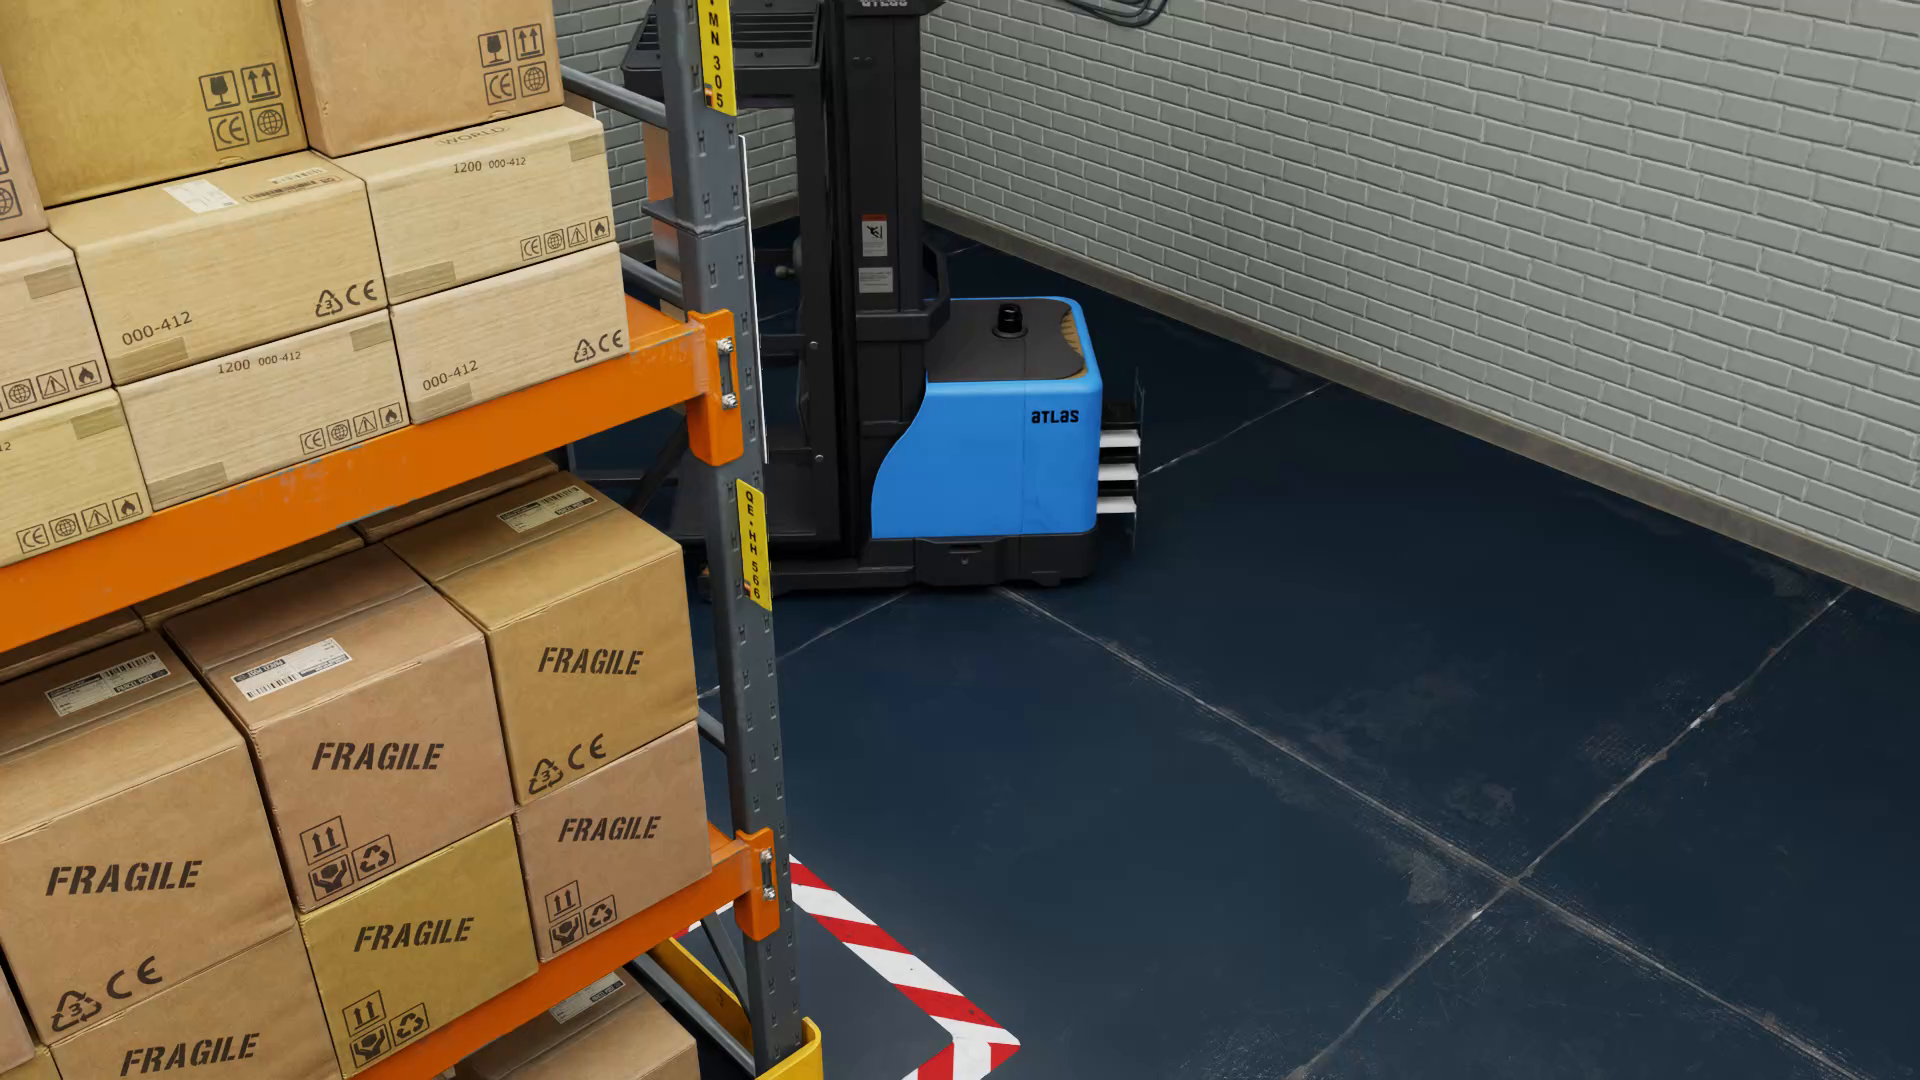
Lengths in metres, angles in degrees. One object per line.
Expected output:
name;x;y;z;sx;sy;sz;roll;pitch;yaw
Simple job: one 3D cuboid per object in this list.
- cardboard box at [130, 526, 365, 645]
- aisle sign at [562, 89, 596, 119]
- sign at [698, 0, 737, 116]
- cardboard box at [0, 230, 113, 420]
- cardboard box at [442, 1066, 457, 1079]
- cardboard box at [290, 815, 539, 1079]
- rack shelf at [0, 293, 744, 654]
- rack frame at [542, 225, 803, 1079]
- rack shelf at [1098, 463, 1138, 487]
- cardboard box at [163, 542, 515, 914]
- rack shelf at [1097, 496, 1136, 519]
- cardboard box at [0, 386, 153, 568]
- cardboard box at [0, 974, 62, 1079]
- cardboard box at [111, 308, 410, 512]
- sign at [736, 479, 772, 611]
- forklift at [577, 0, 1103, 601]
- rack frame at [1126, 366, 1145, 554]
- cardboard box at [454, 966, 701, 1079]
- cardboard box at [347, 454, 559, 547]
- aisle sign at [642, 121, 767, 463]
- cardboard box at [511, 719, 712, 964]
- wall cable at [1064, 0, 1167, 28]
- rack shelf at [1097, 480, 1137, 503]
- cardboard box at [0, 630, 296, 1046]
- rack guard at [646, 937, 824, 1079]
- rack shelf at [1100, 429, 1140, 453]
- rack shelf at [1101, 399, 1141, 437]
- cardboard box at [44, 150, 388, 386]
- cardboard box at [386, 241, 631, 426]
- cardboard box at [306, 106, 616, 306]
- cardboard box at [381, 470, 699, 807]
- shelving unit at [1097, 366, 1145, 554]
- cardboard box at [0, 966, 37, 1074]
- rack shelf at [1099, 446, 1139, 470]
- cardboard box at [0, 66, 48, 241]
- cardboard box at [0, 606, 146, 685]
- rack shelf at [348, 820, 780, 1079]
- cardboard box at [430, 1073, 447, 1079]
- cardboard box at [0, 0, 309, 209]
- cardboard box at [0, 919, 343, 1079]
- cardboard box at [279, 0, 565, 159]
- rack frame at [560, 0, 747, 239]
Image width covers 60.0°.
cardboard box;-1.733;0.199;3.995;0.500;0.500;0.500;-25;40;-35
aisle sign;-1.000;-0.822;4.227;0.004;0.787;0.394;-26;40;-35
sign;-0.487;-1.014;3.310;0.005;0.325;0.100;-26;40;-35
cardboard box;-1.789;-0.372;2.773;0.500;0.250;0.500;-26;40;-35
cardboard box;-1.574;1.550;5.133;0.250;0.166;0.380;-26;40;-35
cardboard box;-1.371;0.829;3.923;0.500;0.500;0.500;-25;40;-35
rack shelf;-2.317;0.160;2.927;4.000;0.370;1.077;-26;40;-35
rack frame;-0.850;0.424;4.682;0.127;3.000;1.000;-26;40;-35
rack shelf;0.741;-0.348;8.020;0.200;0.077;0.258;-2;31;-2
cardboard box;-1.359;0.397;3.671;0.500;0.500;0.500;-25;39;-34
rack shelf;0.741;-0.194;8.114;0.200;0.077;0.258;-2;31;-2
cardboard box;-1.779;-0.154;2.894;0.500;0.250;0.500;-26;40;-35
cardboard box;-2.111;1.183;3.344;0.500;0.500;0.500;-26;40;-36
cardboard box;-1.422;-0.336;3.192;0.500;0.250;0.500;-26;40;-35
sign;-0.487;0.014;3.939;0.005;0.325;0.100;-26;40;-35
forklift;-0.885;-1.247;7.479;3.031;2.935;1.130;-2;31;-2
rack frame;0.843;-0.379;8.007;0.006;0.900;0.240;-2;31;-2
cardboard box;-1.081;1.589;4.750;0.500;0.500;0.500;-26;40;-35
cardboard box;-1.355;0.011;4.303;0.500;0.500;0.500;-24;39;-34
aisle sign;-0.592;-0.593;3.852;0.004;0.787;0.394;-26;40;-35
cardboard box;-0.993;0.644;4.226;0.500;0.500;0.500;-24;39;-34
wall cable;0.169;-4.574;10.081;0.112;2.526;3.097;-26;40;-35
rack shelf;0.741;-0.271;8.067;0.200;0.077;0.258;-2;31;-2
cardboard box;-1.736;0.583;3.368;0.500;0.500;0.500;-25;39;-34
rack guard;-0.906;1.517;5.290;0.348;0.500;1.175;-26;40;-35
rack shelf;0.741;-0.501;7.926;0.200;0.077;0.258;-2;31;-2
rack shelf;0.741;-0.578;7.879;0.200;0.077;0.258;-2;31;-2
cardboard box;-1.420;-0.548;3.060;0.500;0.250;0.500;-26;40;-35
cardboard box;-1.047;-0.509;3.476;0.500;0.250;0.500;-26;40;-35
cardboard box;-1.053;-0.726;3.351;0.500;0.250;0.500;-26;40;-35
cardboard box;-0.989;0.217;3.965;0.500;0.500;0.500;-26;40;-36
shelving unit;0.741;-0.376;8.003;0.210;0.900;0.258;-2;31;-2
cardboard box;-2.113;0.765;3.070;0.500;0.500;0.500;-24;39;-34
rack shelf;0.741;-0.425;7.973;0.200;0.077;0.258;-2;31;-2
cardboard box;-1.934;-0.774;2.710;0.500;0.500;0.700;-26;40;-35
cardboard box;-2.103;0.375;3.707;0.500;0.500;0.500;-25;39;-35
rack shelf;-2.317;1.440;3.709;4.000;0.370;1.077;-26;40;-35
cardboard box;-1.808;1.671;4.857;0.500;0.250;0.500;-26;40;-35
cardboard box;-1.640;-0.992;3.067;0.500;0.500;0.700;-26;40;-35
cardboard box;-1.741;1.004;3.637;0.500;0.500;0.500;-25;40;-35
cardboard box;-1.216;-1.137;3.304;0.500;0.500;0.700;-26;40;-35
rack frame;-0.850;-2.136;3.117;0.127;3.000;1.000;-26;40;-35
